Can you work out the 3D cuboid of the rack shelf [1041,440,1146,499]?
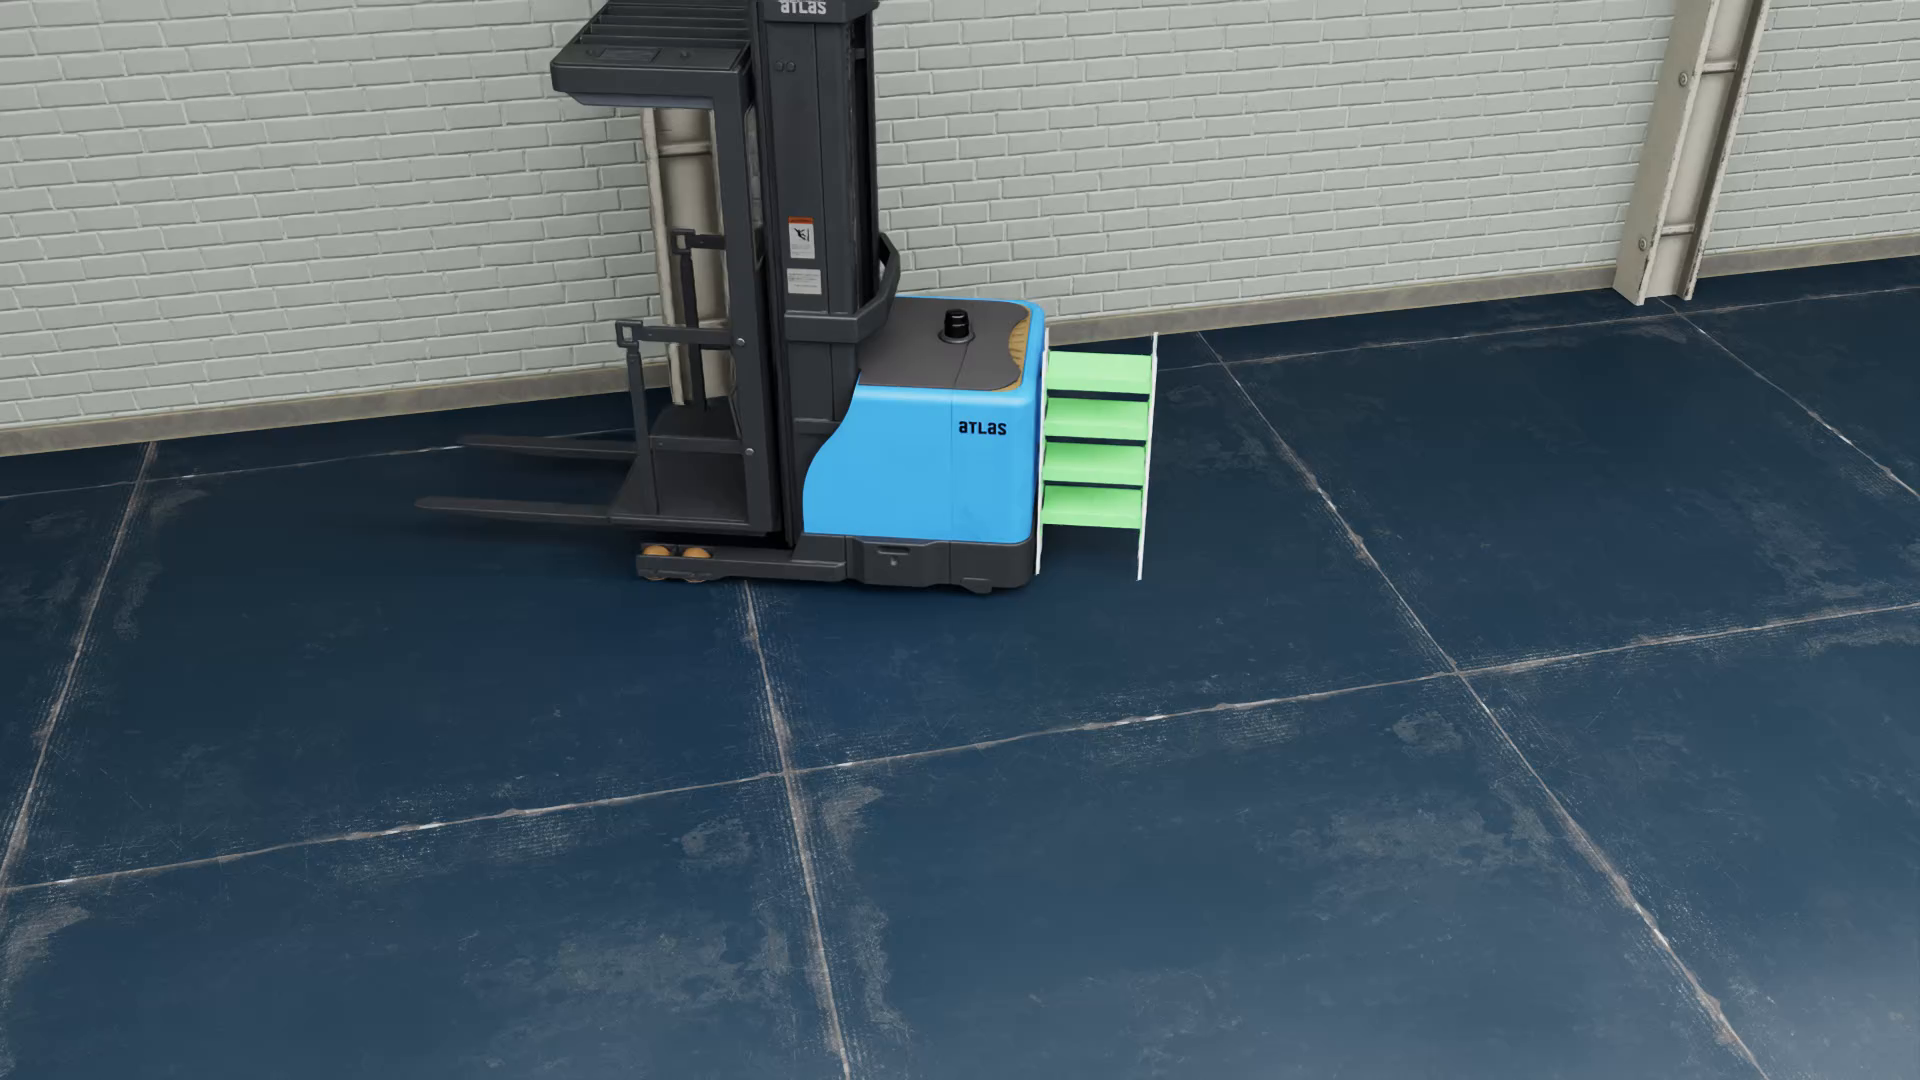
[{"bbox_3d":[0.627,-0.331,7.781,0.480,0.148,0.258,3,34,5],"label":"rack shelf"}]

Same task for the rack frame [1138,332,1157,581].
[{"bbox_3d":[0.870,-0.370,7.725,0.015,1.200,0.240,3,34,5],"label":"rack frame"}]

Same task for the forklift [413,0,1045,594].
[{"bbox_3d":[-1.126,-1.301,7.559,3.031,2.935,1.130,3,34,5],"label":"forklift"}]

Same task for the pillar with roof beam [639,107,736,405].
[{"bbox_3d":[-0.498,-2.241,3.513,0.400,9.000,9.100,-7,35,-11],"label":"pillar with roof beam"}]

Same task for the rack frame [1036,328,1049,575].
[{"bbox_3d":[0.384,-0.397,7.765,0.015,1.200,0.240,3,34,5],"label":"rack frame"}]

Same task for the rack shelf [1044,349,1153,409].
[{"bbox_3d":[0.627,-0.729,7.513,0.480,0.148,0.258,3,34,5],"label":"rack shelf"}]

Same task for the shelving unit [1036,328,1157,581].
[{"bbox_3d":[0.627,-0.384,7.745,0.503,1.200,0.258,3,34,5],"label":"shelving unit"}]

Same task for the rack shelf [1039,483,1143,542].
[{"bbox_3d":[0.627,-0.132,7.915,0.480,0.148,0.258,3,34,5],"label":"rack shelf"}]

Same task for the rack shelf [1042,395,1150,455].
[{"bbox_3d":[0.627,-0.530,7.647,0.480,0.148,0.258,3,34,5],"label":"rack shelf"}]

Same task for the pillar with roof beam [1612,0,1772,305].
[{"bbox_3d":[5.354,-2.978,4.612,0.400,9.000,9.100,-7,35,-11],"label":"pillar with roof beam"}]
